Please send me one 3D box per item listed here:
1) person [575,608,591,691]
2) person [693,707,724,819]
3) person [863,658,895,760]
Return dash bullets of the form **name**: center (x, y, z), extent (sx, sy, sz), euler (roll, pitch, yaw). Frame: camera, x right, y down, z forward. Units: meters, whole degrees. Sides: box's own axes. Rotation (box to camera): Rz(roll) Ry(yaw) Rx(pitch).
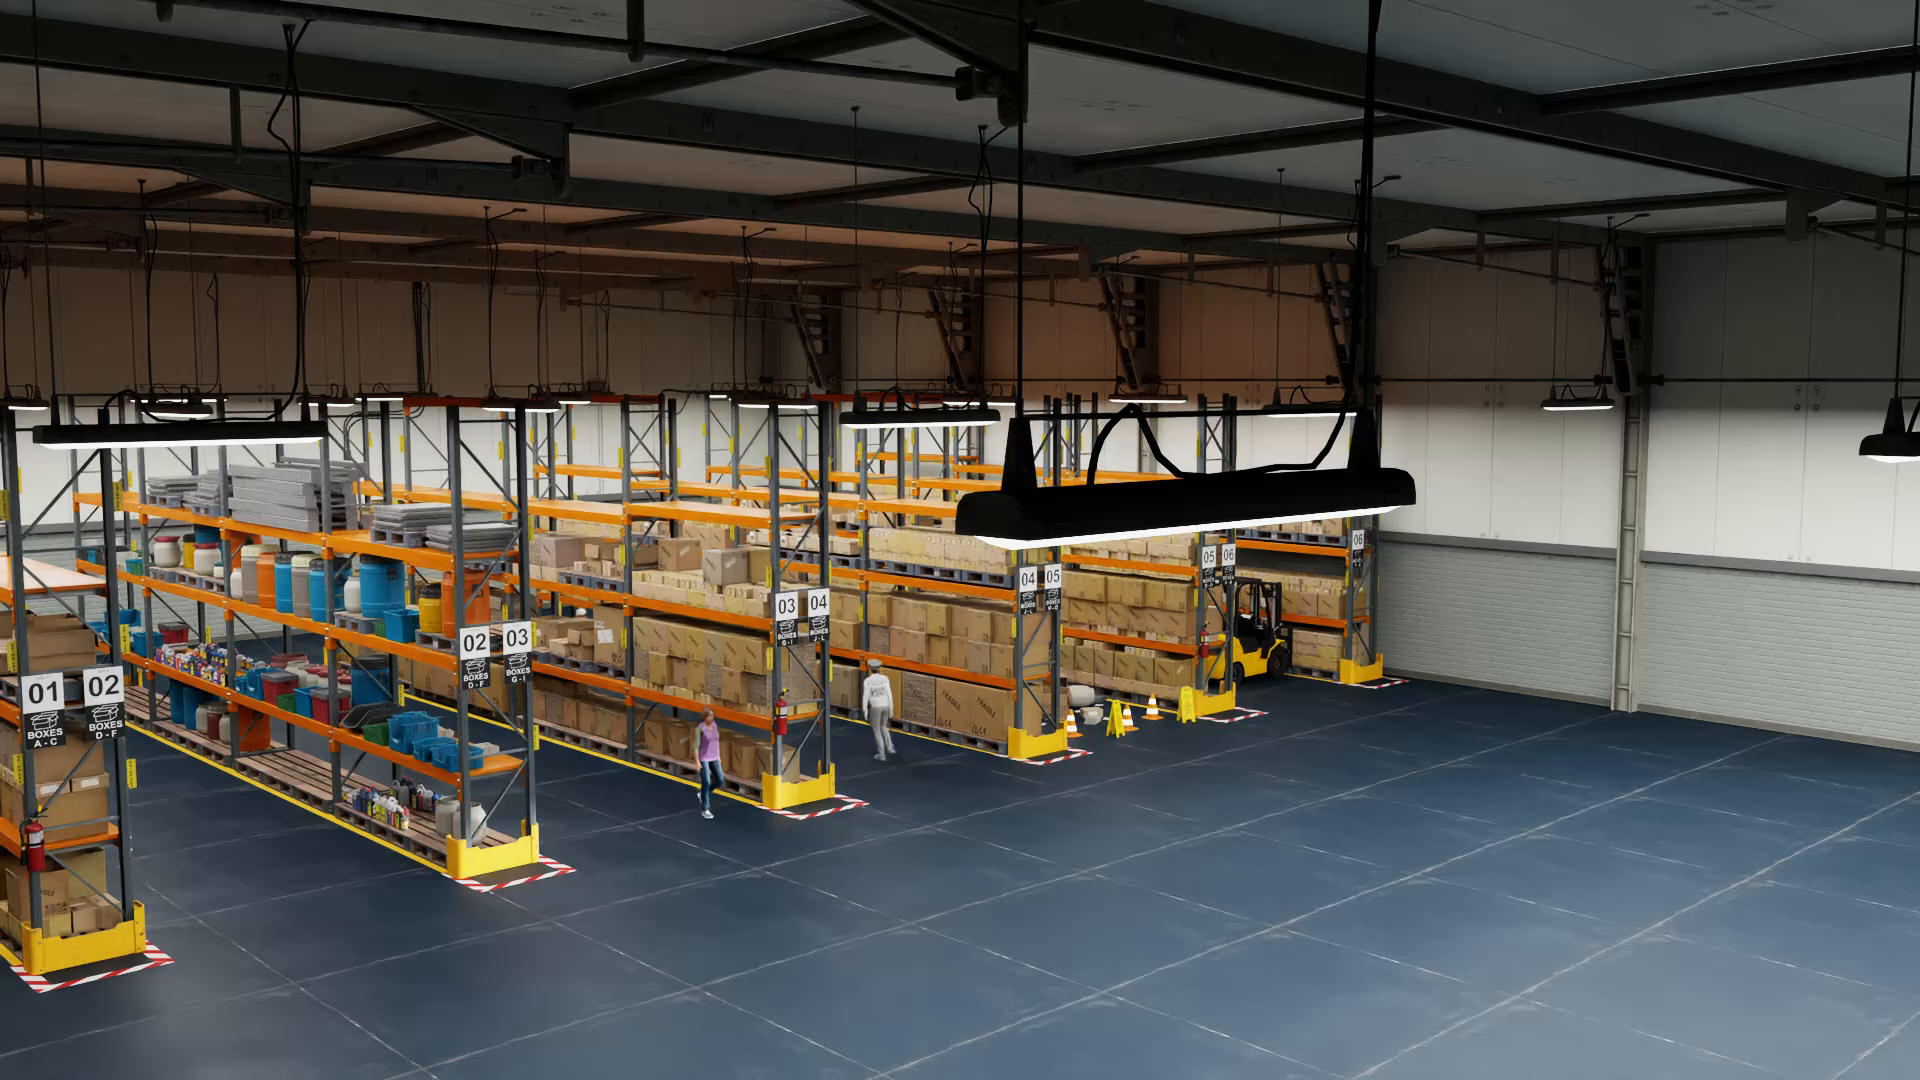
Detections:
- **person**: center (-7.531, 2.225, 33.272), extent (0.690, 1.720, 1.039), euler (-5, 7, -41)
- **person**: center (-3.681, 3.202, 24.116), extent (0.514, 1.603, 0.482), euler (5, 7, 42)
- **person**: center (-1.369, 2.817, 27.690), extent (0.523, 1.671, 0.441), euler (-4, 7, -33)
